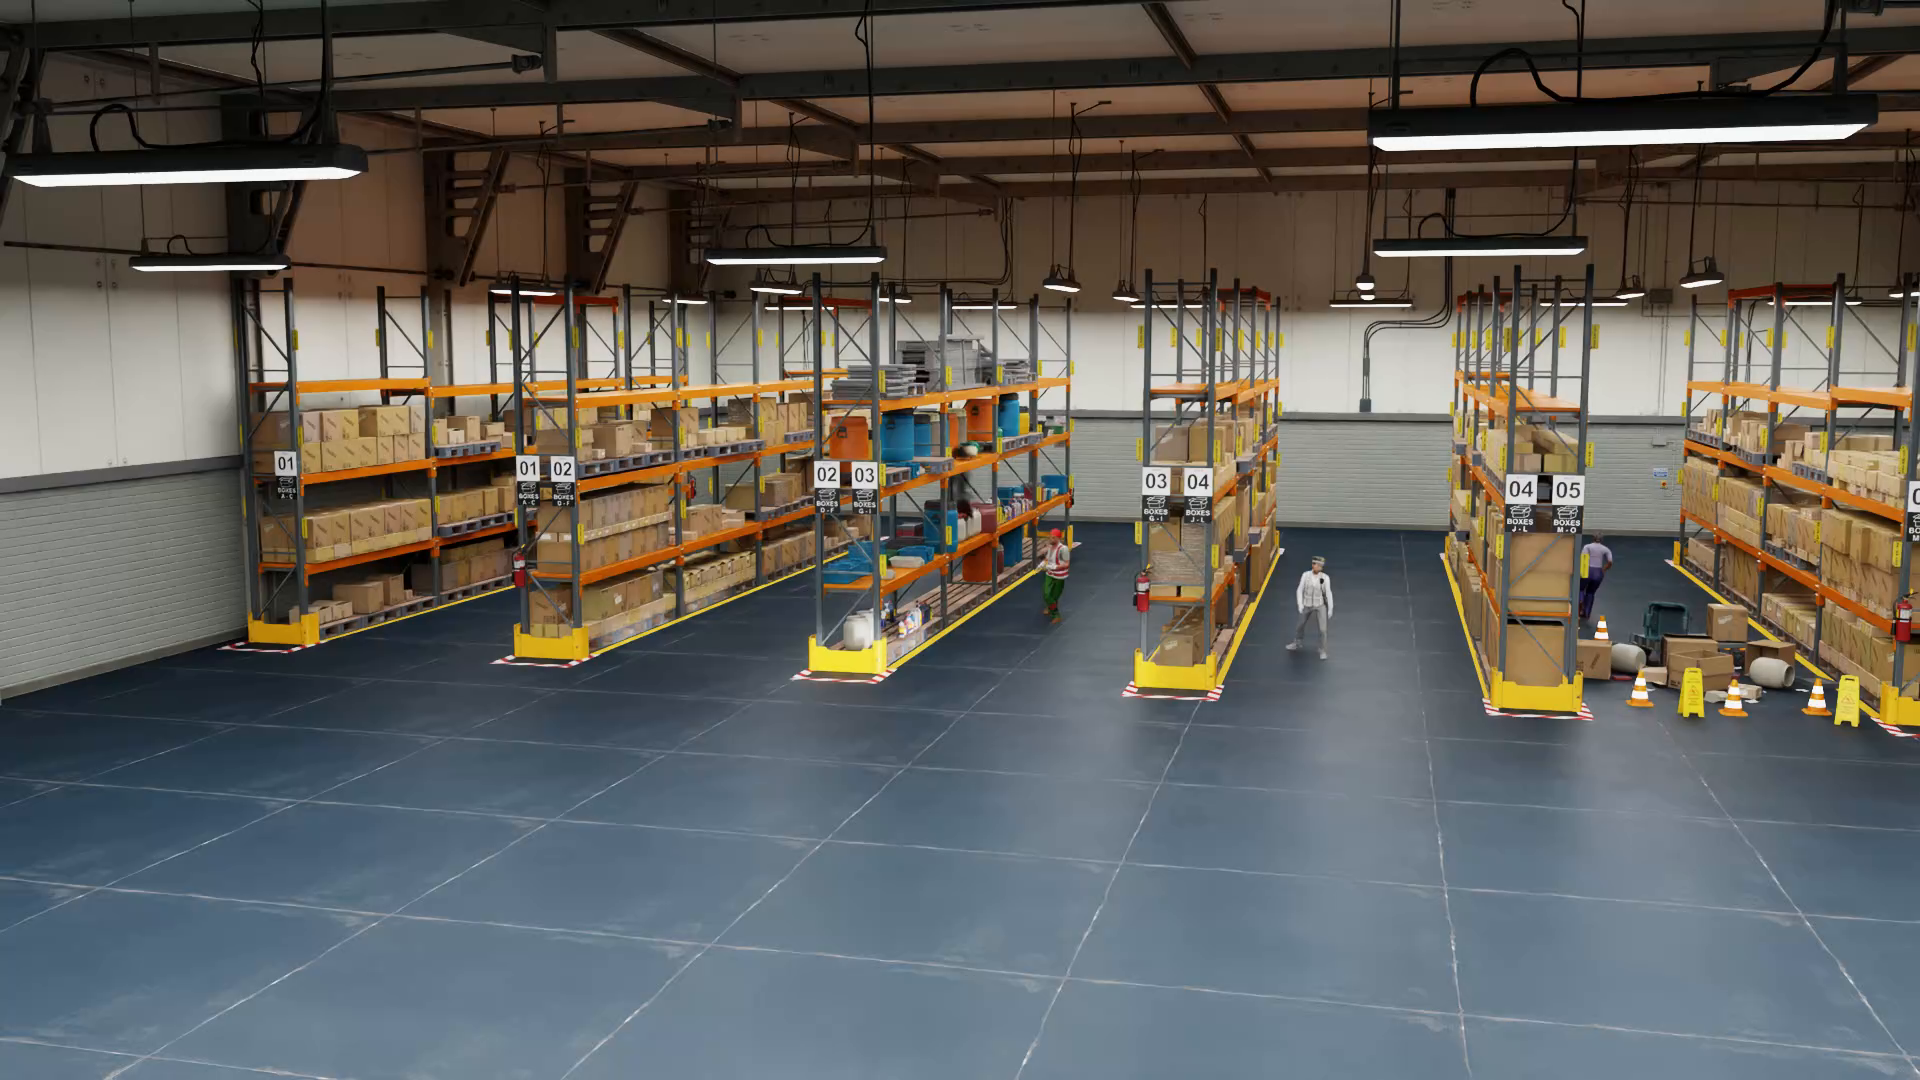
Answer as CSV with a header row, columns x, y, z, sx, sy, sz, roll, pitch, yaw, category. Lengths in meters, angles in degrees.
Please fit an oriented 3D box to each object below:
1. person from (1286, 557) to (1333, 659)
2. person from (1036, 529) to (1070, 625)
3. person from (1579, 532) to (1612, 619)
x,y,z,sx,sy,sz,roll,pitch,yaw,category
5.546,1.040,26.460,0.779,1.616,0.714,3,7,24,person
1.695,0.636,29.564,0.786,1.725,0.698,5,8,33,person
11.388,0.633,29.931,0.652,1.574,0.525,1,7,11,person
